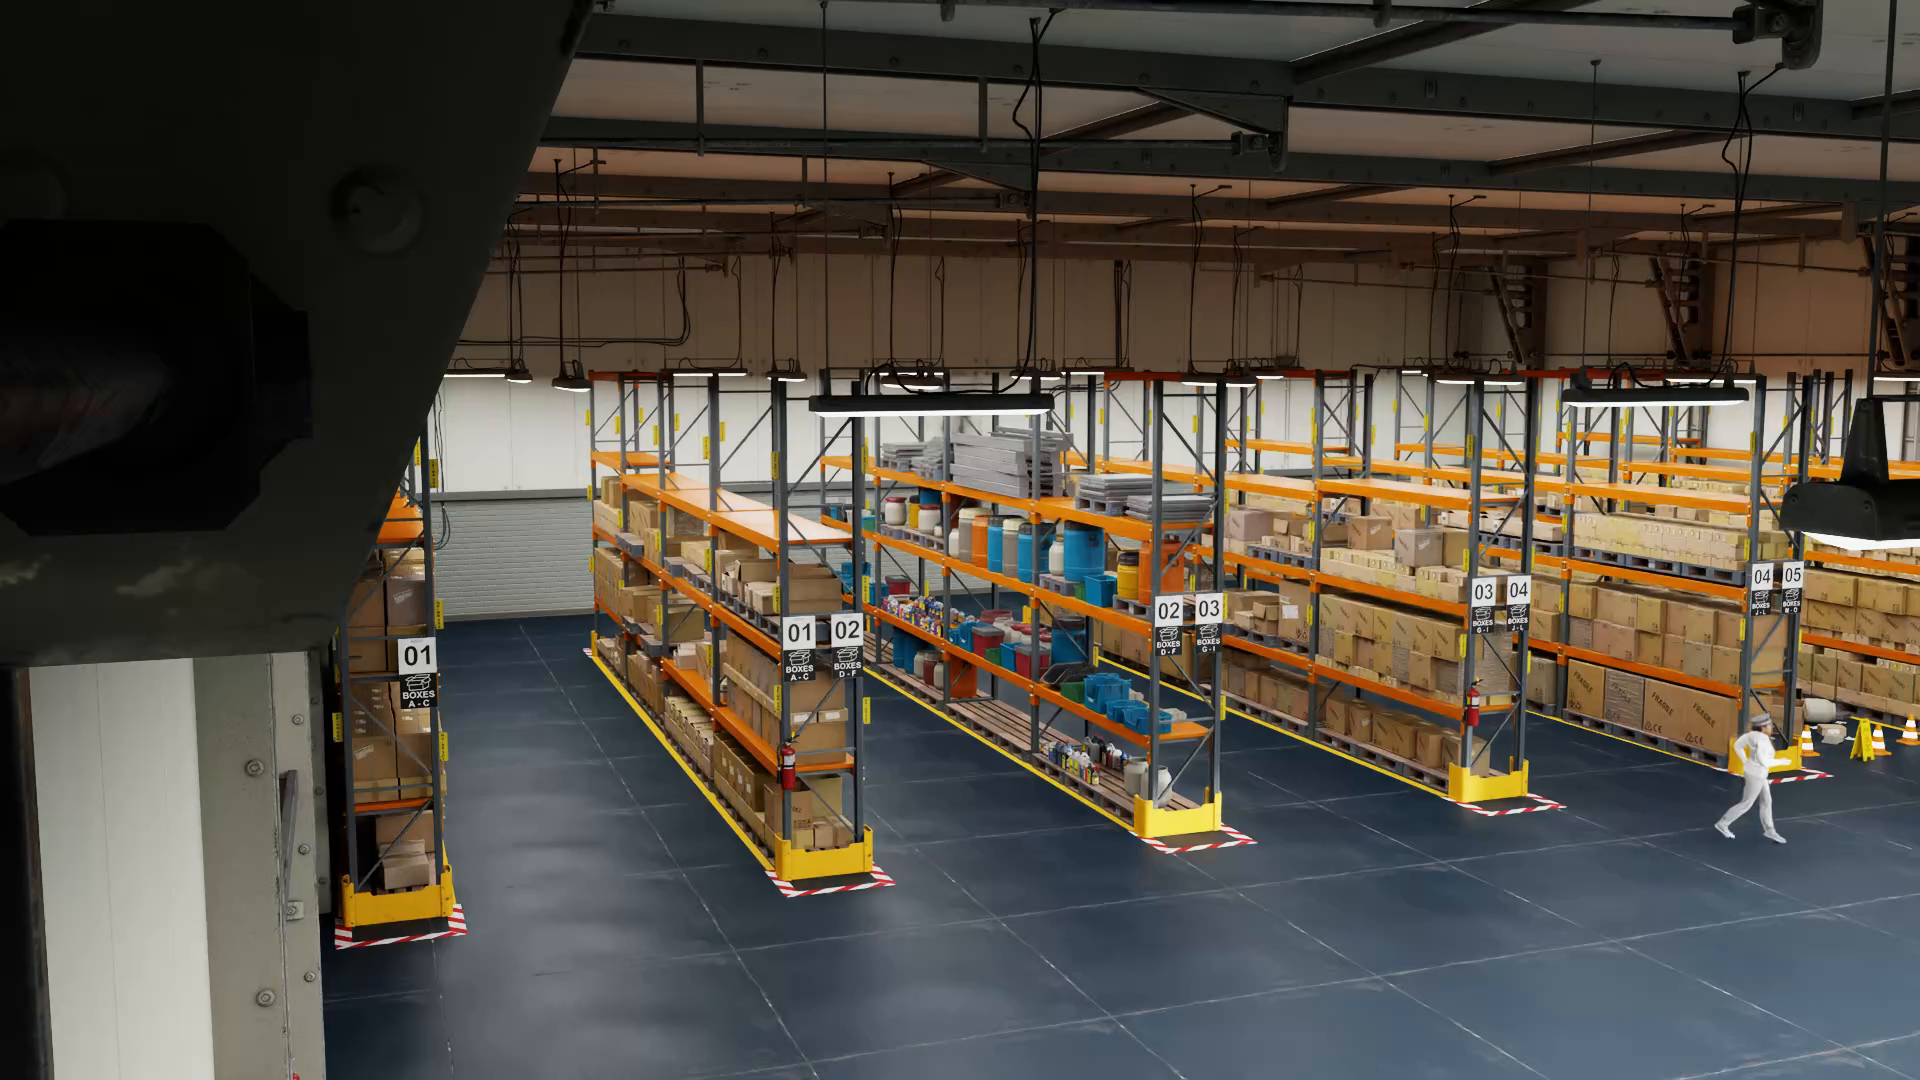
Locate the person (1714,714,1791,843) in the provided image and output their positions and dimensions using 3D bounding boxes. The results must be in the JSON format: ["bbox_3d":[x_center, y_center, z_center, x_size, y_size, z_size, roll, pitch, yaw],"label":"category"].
[{"bbox_3d":[10.276,3.083,21.539,0.896,1.707,0.546,2,7,15],"label":"person"}]
